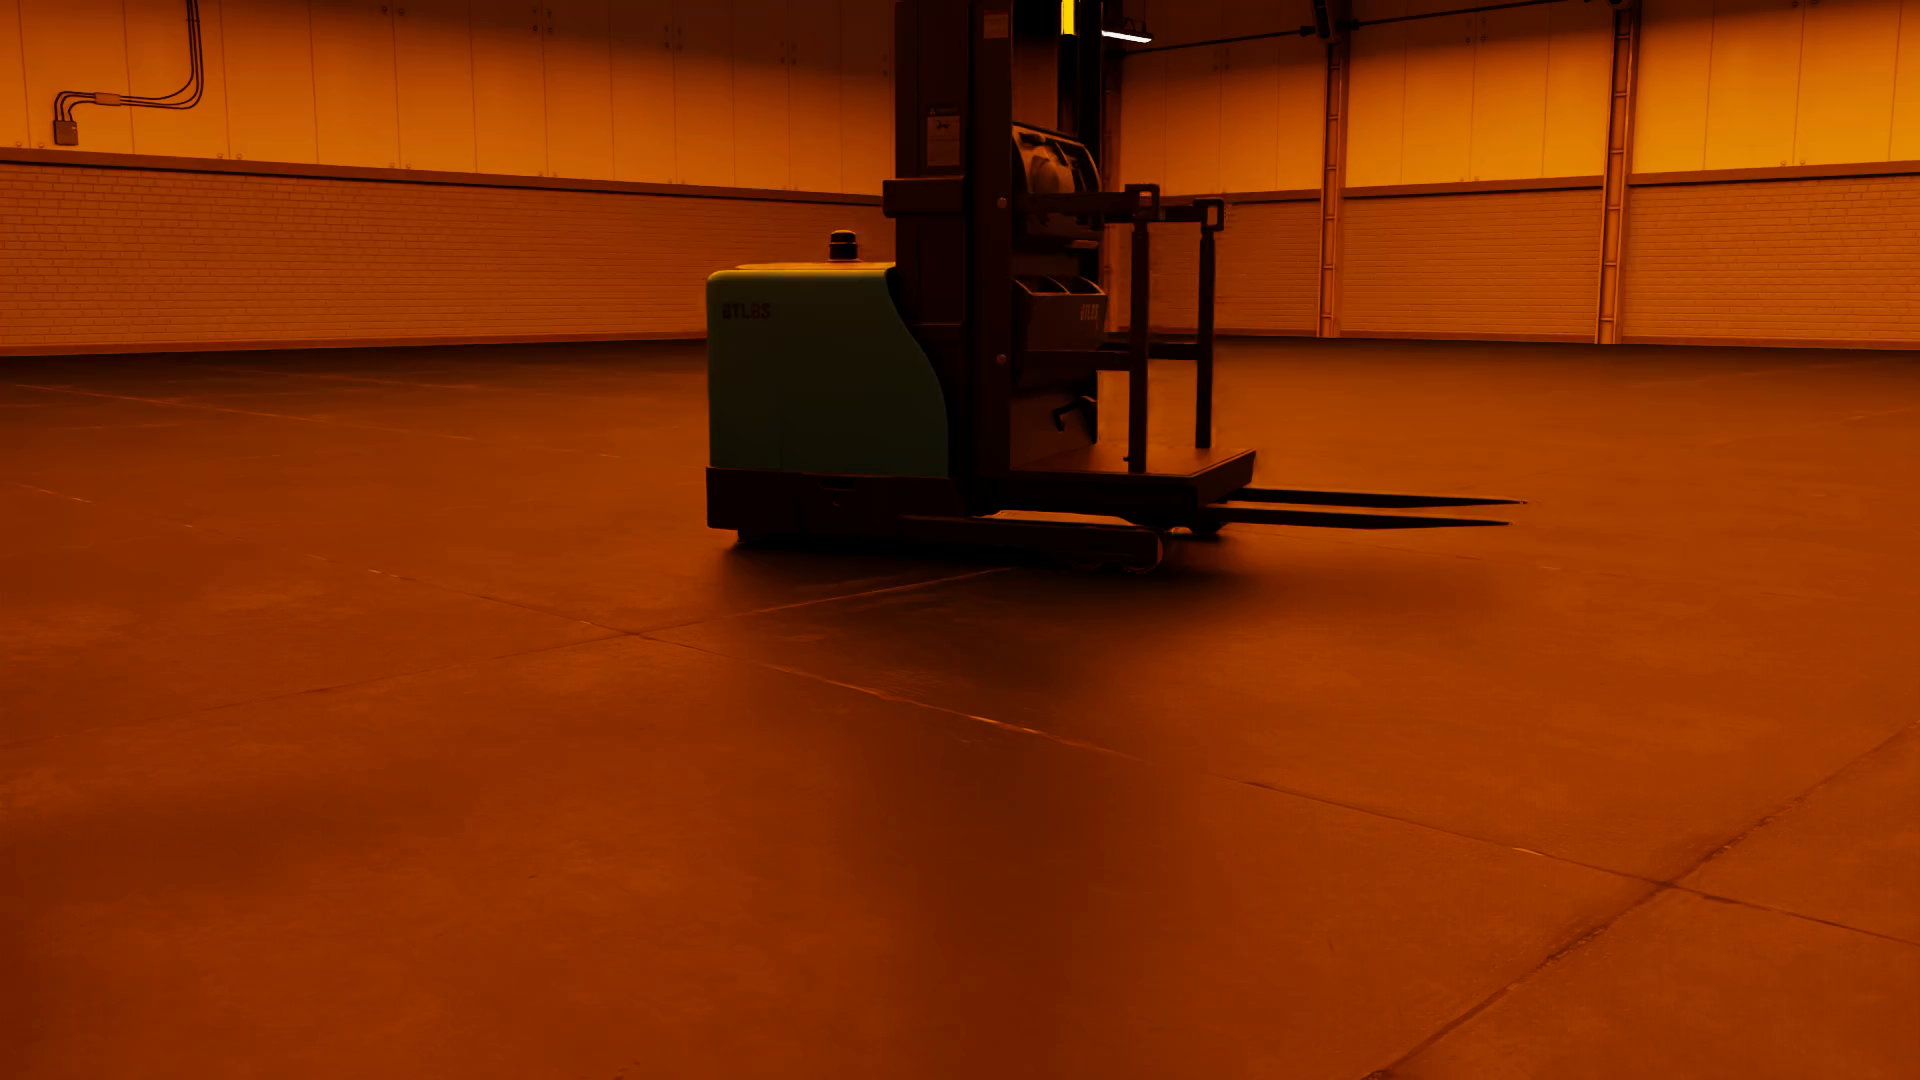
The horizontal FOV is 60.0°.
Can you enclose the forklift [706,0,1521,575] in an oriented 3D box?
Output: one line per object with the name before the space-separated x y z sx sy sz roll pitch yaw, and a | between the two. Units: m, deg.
forklift | 0.565 -1.416 6.275 3.031 2.935 1.130 3 9 22
